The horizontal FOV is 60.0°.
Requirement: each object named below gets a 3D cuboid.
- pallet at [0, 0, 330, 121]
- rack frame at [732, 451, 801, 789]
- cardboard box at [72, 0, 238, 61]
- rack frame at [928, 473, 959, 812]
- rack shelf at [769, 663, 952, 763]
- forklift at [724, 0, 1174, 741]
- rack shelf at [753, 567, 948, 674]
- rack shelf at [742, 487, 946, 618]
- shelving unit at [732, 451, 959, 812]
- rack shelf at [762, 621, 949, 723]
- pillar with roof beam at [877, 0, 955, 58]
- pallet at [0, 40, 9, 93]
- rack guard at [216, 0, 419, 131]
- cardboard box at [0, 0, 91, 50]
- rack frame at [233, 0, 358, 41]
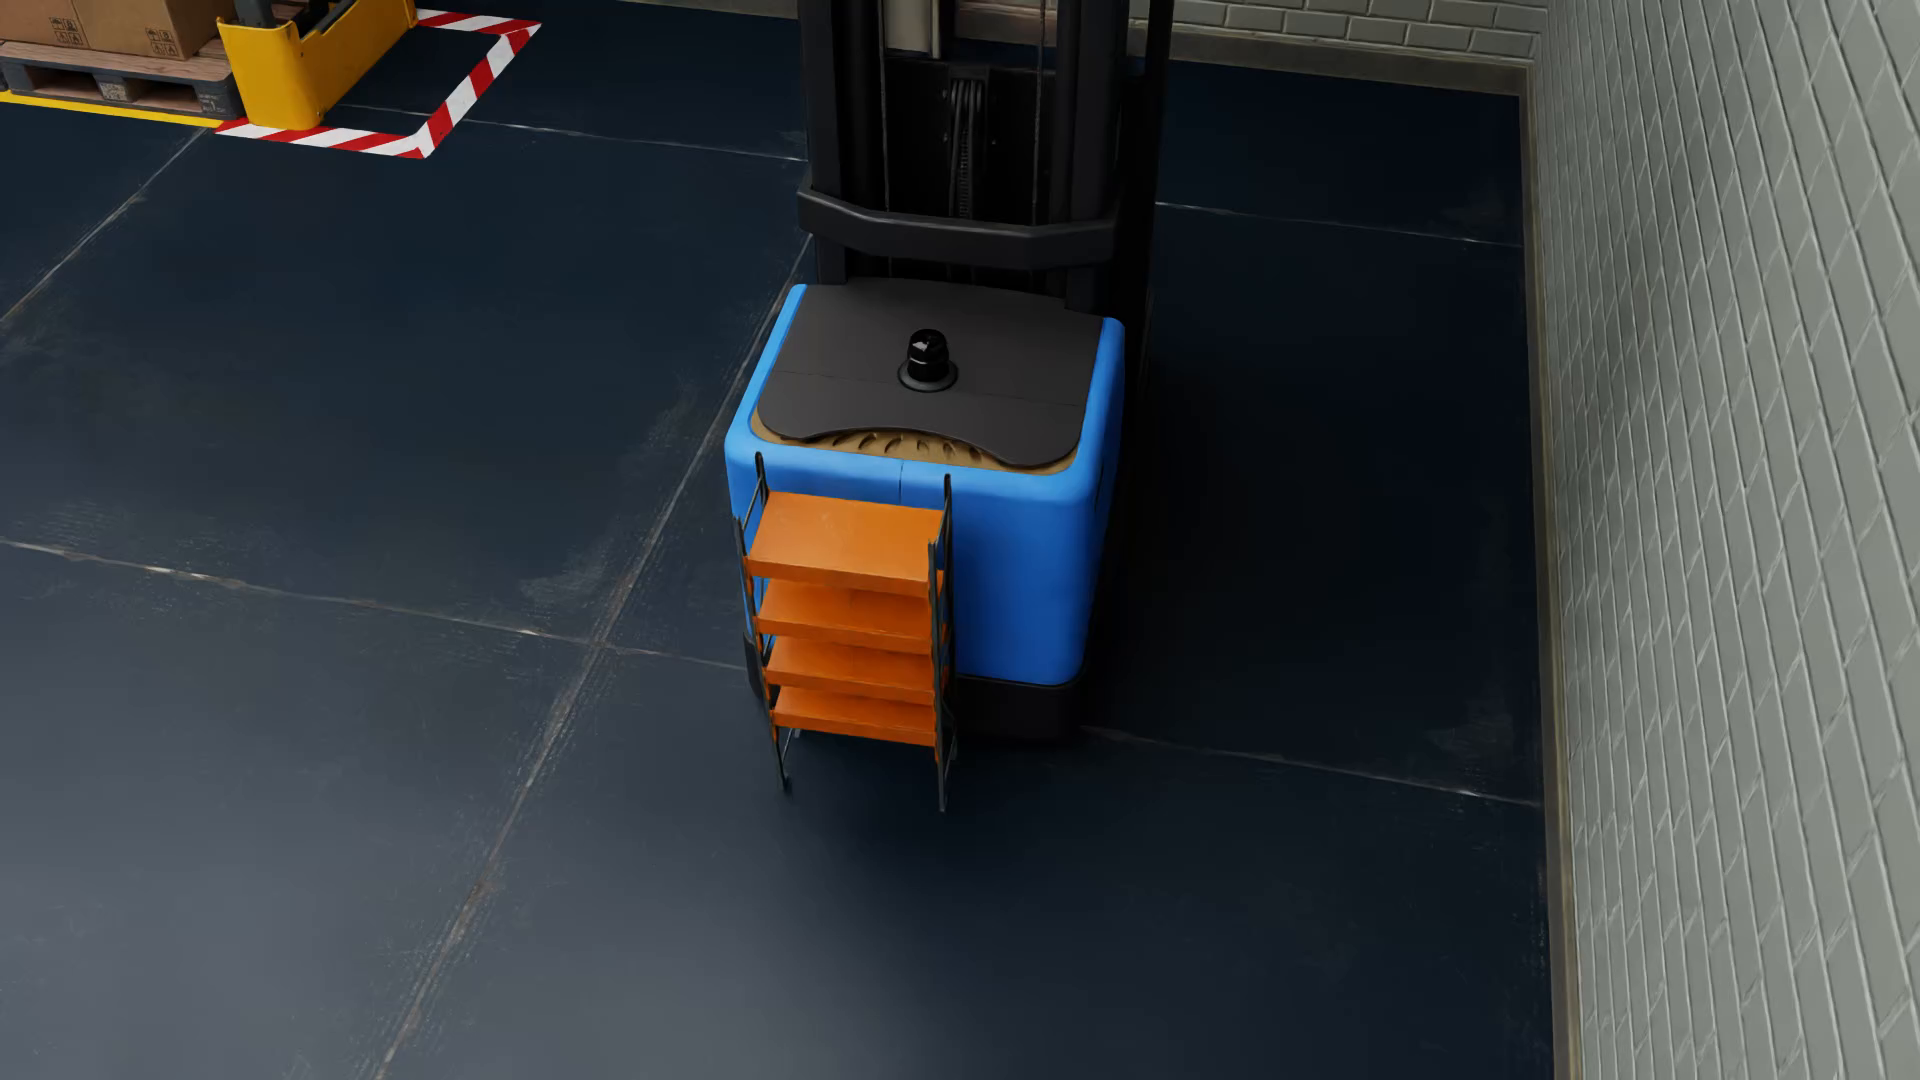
[{"bbox_3d":[-3.873,-2.460,8.154,1.213,0.211,1.003,9,45,9],"label":"pallet"},{"bbox_3d":[-0.522,0.260,4.601,0.015,1.200,0.240,7,49,7],"label":"rack frame"},{"bbox_3d":[-3.781,-2.686,7.877,0.500,0.500,0.700,9,45,9],"label":"cardboard box"},{"bbox_3d":[-0.041,0.318,4.540,0.015,1.200,0.240,7,49,7],"label":"rack frame"},{"bbox_3d":[-0.277,0.465,4.770,0.480,0.148,0.258,7,49,7],"label":"rack shelf"},{"bbox_3d":[0.113,-1.483,5.178,1.130,2.935,3.031,7,44,7],"label":"forklift"},{"bbox_3d":[-0.284,0.186,4.453,0.480,0.148,0.258,7,49,7],"label":"rack shelf"},{"bbox_3d":[-0.287,0.029,4.276,0.480,0.148,0.258,7,49,7],"label":"rack shelf"},{"bbox_3d":[-0.282,0.289,4.570,0.503,1.200,0.258,7,49,7],"label":"shelving unit"},{"bbox_3d":[-0.280,0.333,4.621,0.480,0.148,0.258,7,49,7],"label":"rack shelf"},{"bbox_3d":[-1.192,-2.821,2.192,0.400,9.000,9.100,9,45,9],"label":"pillar with roof beam"},{"bbox_3d":[-5.060,-2.646,8.347,1.213,0.211,1.003,9,45,9],"label":"pallet"},{"bbox_3d":[-3.052,-2.493,7.979,0.348,0.500,1.175,9,45,9],"label":"rack guard"},{"bbox_3d":[-4.269,-2.762,7.956,0.500,0.500,0.700,9,45,9],"label":"cardboard box"},{"bbox_3d":[-3.076,-3.397,7.116,0.127,3.000,1.000,9,45,9],"label":"rack frame"}]
